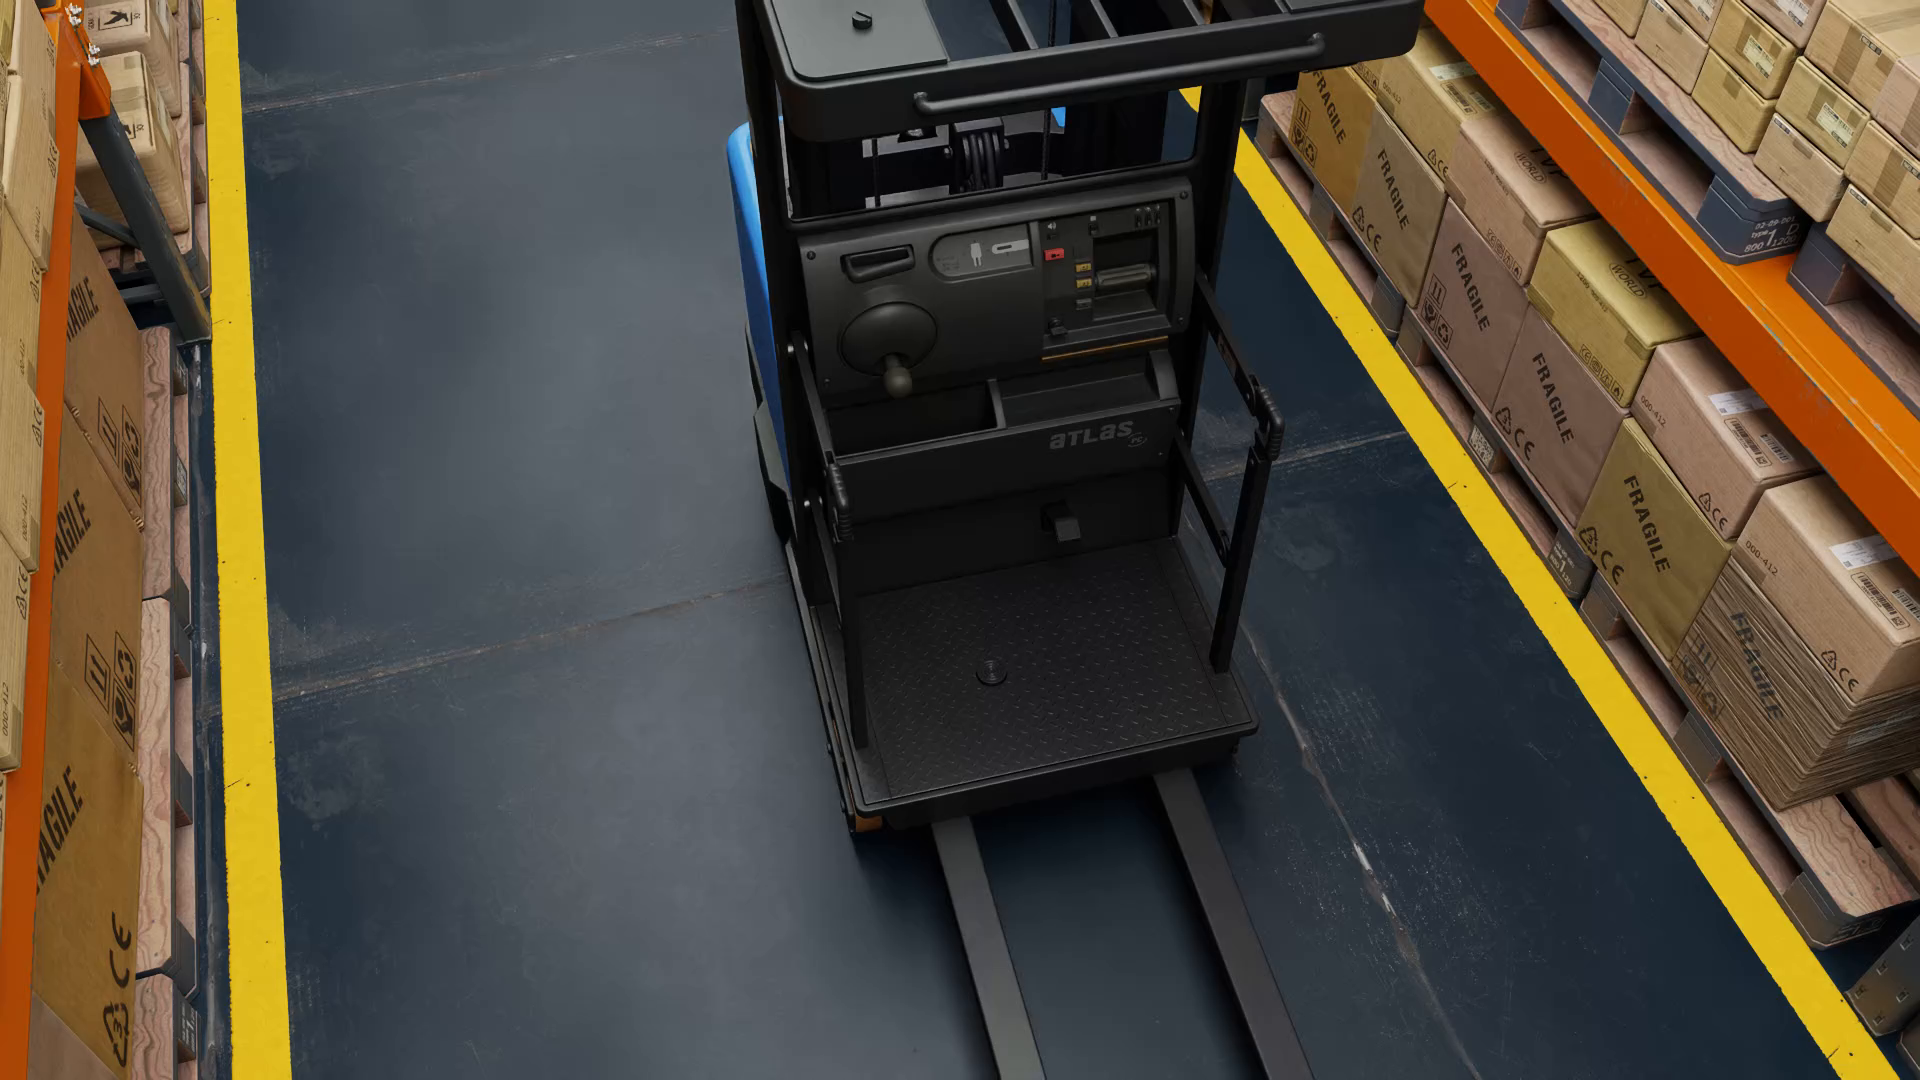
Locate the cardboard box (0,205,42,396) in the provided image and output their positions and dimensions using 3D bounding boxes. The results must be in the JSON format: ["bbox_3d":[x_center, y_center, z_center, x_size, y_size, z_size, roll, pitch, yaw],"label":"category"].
[{"bbox_3d":[-2.423,-0.497,3.805,0.500,0.250,0.500,-14,51,-11],"label":"cardboard box"}]

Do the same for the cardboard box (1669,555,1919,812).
[{"bbox_3d":[2.302,0.319,4.380,0.500,0.500,0.500,-14,51,-12],"label":"cardboard box"}]

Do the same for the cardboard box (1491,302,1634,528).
[{"bbox_3d":[2.003,-0.432,5.012,0.500,0.500,0.500,-14,51,-12],"label":"cardboard box"}]

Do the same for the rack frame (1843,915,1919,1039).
[{"bbox_3d":[2.762,0.132,3.177,1.000,3.000,0.127,-13,51,-11],"label":"rack frame"}]

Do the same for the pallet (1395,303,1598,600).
[{"bbox_3d":[2.166,-0.430,5.475,1.003,0.211,1.213,-13,51,-11],"label":"pallet"}]

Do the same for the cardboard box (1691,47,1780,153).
[{"bbox_3d":[2.067,-1.118,4.121,0.380,0.149,0.250,-11,51,-9],"label":"cardboard box"}]

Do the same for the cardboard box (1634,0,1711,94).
[{"bbox_3d":[1.988,-1.313,4.285,0.380,0.149,0.250,-15,51,-12],"label":"cardboard box"}]

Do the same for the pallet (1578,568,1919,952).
[{"bbox_3d":[2.530,0.462,4.722,1.003,0.211,1.213,-13,51,-11],"label":"pallet"}]

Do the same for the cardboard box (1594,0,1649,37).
[{"bbox_3d":[1.912,-1.504,4.445,0.380,0.149,0.250,-13,51,-10],"label":"cardboard box"}]

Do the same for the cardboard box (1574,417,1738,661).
[{"bbox_3d":[2.151,-0.056,4.696,0.500,0.500,0.500,-14,51,-12],"label":"cardboard box"}]

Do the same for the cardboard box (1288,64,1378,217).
[{"bbox_3d":[1.544,-1.545,5.951,0.500,0.500,0.500,-15,52,-13],"label":"cardboard box"}]

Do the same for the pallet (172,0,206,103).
[{"bbox_3d":[-3.707,-2.158,6.931,1.003,0.211,1.213,-13,51,-11],"label":"pallet"}]

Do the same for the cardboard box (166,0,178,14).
[{"bbox_3d":[-3.722,-2.392,6.749,0.950,0.372,0.625,-12,51,-10],"label":"cardboard box"}]

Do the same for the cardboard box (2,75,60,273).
[{"bbox_3d":[-2.556,-0.868,4.118,0.500,0.250,0.500,-12,51,-10],"label":"cardboard box"}]

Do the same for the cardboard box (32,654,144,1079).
[{"bbox_3d":[-2.471,0.782,3.744,0.875,0.875,0.875,-12,51,-10],"label":"cardboard box"}]

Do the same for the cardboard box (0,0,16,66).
[{"bbox_3d":[-2.734,-1.413,4.250,0.500,0.250,0.500,-13,51,-11],"label":"cardboard box"}]

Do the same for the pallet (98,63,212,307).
[{"bbox_3d":[-3.350,-1.269,6.182,1.003,0.211,1.213,-13,51,-11],"label":"pallet"}]

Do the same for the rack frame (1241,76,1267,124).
[{"bbox_3d":[1.579,-2.790,5.640,1.000,3.000,0.127,-13,51,-11],"label":"rack frame"}]

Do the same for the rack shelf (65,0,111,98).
[{"bbox_3d":[-3.711,-2.825,6.140,1.077,0.370,4.000,-13,51,-11],"label":"rack shelf"}]

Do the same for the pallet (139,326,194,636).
[{"bbox_3d":[-2.959,-0.105,5.200,1.003,0.211,1.213,-13,51,-11],"label":"pallet"}]

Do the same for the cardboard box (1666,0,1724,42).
[{"bbox_3d":[1.996,-1.405,4.168,0.380,0.149,0.250,-12,51,-10],"label":"cardboard box"}]

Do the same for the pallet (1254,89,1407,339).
[{"bbox_3d":[1.809,-1.320,6.224,1.003,0.211,1.213,-13,51,-11],"label":"pallet"}]

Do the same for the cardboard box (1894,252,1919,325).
[{"bbox_3d":[2.306,-0.540,3.633,0.380,0.149,0.250,-13,51,-11],"label":"cardboard box"}]

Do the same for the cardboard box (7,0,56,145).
[{"bbox_3d":[-2.722,-1.237,4.429,0.500,0.250,0.500,-15,51,-12],"label":"cardboard box"}]

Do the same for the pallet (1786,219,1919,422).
[{"bbox_3d":[2.675,-0.397,3.749,1.003,0.211,1.213,-13,51,-11],"label":"pallet"}]

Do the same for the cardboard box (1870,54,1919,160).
[{"bbox_3d":[2.224,-0.940,3.581,0.380,0.149,0.250,-13,51,-11],"label":"cardboard box"}]

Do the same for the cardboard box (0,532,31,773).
[{"bbox_3d":[-2.106,0.237,3.187,0.500,0.250,0.500,-14,51,-11],"label":"cardboard box"}]

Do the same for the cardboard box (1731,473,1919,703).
[{"bbox_3d":[2.300,0.074,4.096,0.500,0.250,0.500,-15,51,-12],"label":"cardboard box"}]

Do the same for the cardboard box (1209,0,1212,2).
[{"bbox_3d":[1.485,-2.665,6.731,1.050,0.750,0.750,-14,51,-11],"label":"cardboard box"}]

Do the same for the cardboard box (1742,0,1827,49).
[{"bbox_3d":[2.072,-1.315,3.897,0.380,0.149,0.250,-15,52,-13],"label":"cardboard box"}]

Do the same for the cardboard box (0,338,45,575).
[{"bbox_3d":[-2.245,-0.130,3.496,0.500,0.250,0.500,-14,51,-12],"label":"cardboard box"}]

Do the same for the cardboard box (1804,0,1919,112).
[{"bbox_3d":[2.155,-1.120,3.733,0.380,0.149,0.250,-15,51,-12],"label":"cardboard box"}]

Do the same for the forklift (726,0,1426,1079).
[{"bbox_3d":[0.153,-0.478,3.736,1.130,2.935,3.031,-11,51,-9],"label":"forklift"}]

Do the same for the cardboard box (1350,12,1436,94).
[{"bbox_3d":[1.552,-1.802,5.677,0.500,0.250,0.500,-15,52,-13],"label":"cardboard box"}]

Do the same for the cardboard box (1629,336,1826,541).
[{"bbox_3d":[2.161,-0.305,4.415,0.500,0.250,0.500,-11,51,-9],"label":"cardboard box"}]

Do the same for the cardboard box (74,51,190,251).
[{"bbox_3d":[-3.277,-1.300,5.828,0.950,0.372,0.625,-16,52,-13],"label":"cardboard box"}]

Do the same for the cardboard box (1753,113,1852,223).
[{"bbox_3d":[2.144,-0.925,3.957,0.380,0.149,0.250,-15,52,-13],"label":"cardboard box"}]

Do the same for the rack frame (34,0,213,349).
[{"bbox_3d":[-3.120,-1.596,4.634,1.000,3.000,0.127,-13,51,-11],"label":"rack frame"}]

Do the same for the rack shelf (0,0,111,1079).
[{"bbox_3d":[-2.528,0.096,3.678,1.077,0.370,4.000,-13,51,-11],"label":"rack shelf"}]

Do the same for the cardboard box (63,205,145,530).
[{"bbox_3d":[-2.995,-0.524,4.845,0.875,0.875,0.875,-14,51,-11],"label":"cardboard box"}]

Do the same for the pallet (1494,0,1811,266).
[{"bbox_3d":[2.203,-1.291,4.502,1.003,0.211,1.213,-13,51,-11],"label":"pallet"}]

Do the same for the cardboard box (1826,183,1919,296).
[{"bbox_3d":[2.232,-0.723,3.787,0.380,0.149,0.250,-16,52,-13],"label":"cardboard box"}]

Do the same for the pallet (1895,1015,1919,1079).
[{"bbox_3d":[2.994,1.513,3.836,1.003,0.211,1.213,-13,51,-11],"label":"pallet"}]

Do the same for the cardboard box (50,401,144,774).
[{"bbox_3d":[-2.735,0.129,4.295,0.875,0.875,0.875,-13,51,-11],"label":"cardboard box"}]

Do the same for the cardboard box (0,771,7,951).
[{"bbox_3d":[-1.969,0.615,2.868,0.500,0.250,0.500,-14,51,-12],"label":"cardboard box"}]

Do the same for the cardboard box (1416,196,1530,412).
[{"bbox_3d":[1.853,-0.805,5.327,0.500,0.500,0.500,-14,51,-12],"label":"cardboard box"}]

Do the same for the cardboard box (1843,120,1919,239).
[{"bbox_3d":[2.221,-0.837,3.689,0.380,0.149,0.250,-15,51,-12],"label":"cardboard box"}]

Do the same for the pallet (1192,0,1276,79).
[{"bbox_3d":[1.418,-2.484,7.206,1.003,0.211,1.213,-13,51,-11],"label":"pallet"}]

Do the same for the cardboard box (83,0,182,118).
[{"bbox_3d":[-3.503,-1.837,6.281,0.950,0.372,0.625,-14,51,-12],"label":"cardboard box"}]

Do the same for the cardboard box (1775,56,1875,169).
[{"bbox_3d":[2.145,-1.027,3.849,0.380,0.149,0.250,-16,52,-13],"label":"cardboard box"}]

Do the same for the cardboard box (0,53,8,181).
[{"bbox_3d":[-2.579,-1.039,3.935,0.500,0.250,0.500,-14,51,-12],"label":"cardboard box"}]

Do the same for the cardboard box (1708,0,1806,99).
[{"bbox_3d":[2.062,-1.226,4.017,0.380,0.149,0.250,-13,51,-11],"label":"cardboard box"}]

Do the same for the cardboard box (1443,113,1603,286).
[{"bbox_3d":[1.836,-1.068,5.058,0.500,0.250,0.500,-13,51,-11],"label":"cardboard box"}]

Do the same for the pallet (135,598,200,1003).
[{"bbox_3d":[-2.602,0.785,4.450,1.003,0.211,1.213,-13,51,-11],"label":"pallet"}]

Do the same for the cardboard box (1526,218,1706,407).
[{"bbox_3d":[1.991,-0.688,4.737,0.500,0.250,0.500,-15,52,-13],"label":"cardboard box"}]

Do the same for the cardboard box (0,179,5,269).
[{"bbox_3d":[-2.408,-0.670,3.624,0.500,0.250,0.500,-15,51,-12],"label":"cardboard box"}]

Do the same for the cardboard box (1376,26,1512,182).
[{"bbox_3d":[1.702,-1.432,5.365,0.500,0.250,0.500,-14,51,-11],"label":"cardboard box"}]

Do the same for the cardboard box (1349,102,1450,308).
[{"bbox_3d":[1.696,-1.178,5.642,0.500,0.500,0.500,-13,51,-11],"label":"cardboard box"}]

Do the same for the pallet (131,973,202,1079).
[{"bbox_3d":[-2.237,1.677,3.698,1.003,0.211,1.213,-13,51,-11],"label":"pallet"}]
